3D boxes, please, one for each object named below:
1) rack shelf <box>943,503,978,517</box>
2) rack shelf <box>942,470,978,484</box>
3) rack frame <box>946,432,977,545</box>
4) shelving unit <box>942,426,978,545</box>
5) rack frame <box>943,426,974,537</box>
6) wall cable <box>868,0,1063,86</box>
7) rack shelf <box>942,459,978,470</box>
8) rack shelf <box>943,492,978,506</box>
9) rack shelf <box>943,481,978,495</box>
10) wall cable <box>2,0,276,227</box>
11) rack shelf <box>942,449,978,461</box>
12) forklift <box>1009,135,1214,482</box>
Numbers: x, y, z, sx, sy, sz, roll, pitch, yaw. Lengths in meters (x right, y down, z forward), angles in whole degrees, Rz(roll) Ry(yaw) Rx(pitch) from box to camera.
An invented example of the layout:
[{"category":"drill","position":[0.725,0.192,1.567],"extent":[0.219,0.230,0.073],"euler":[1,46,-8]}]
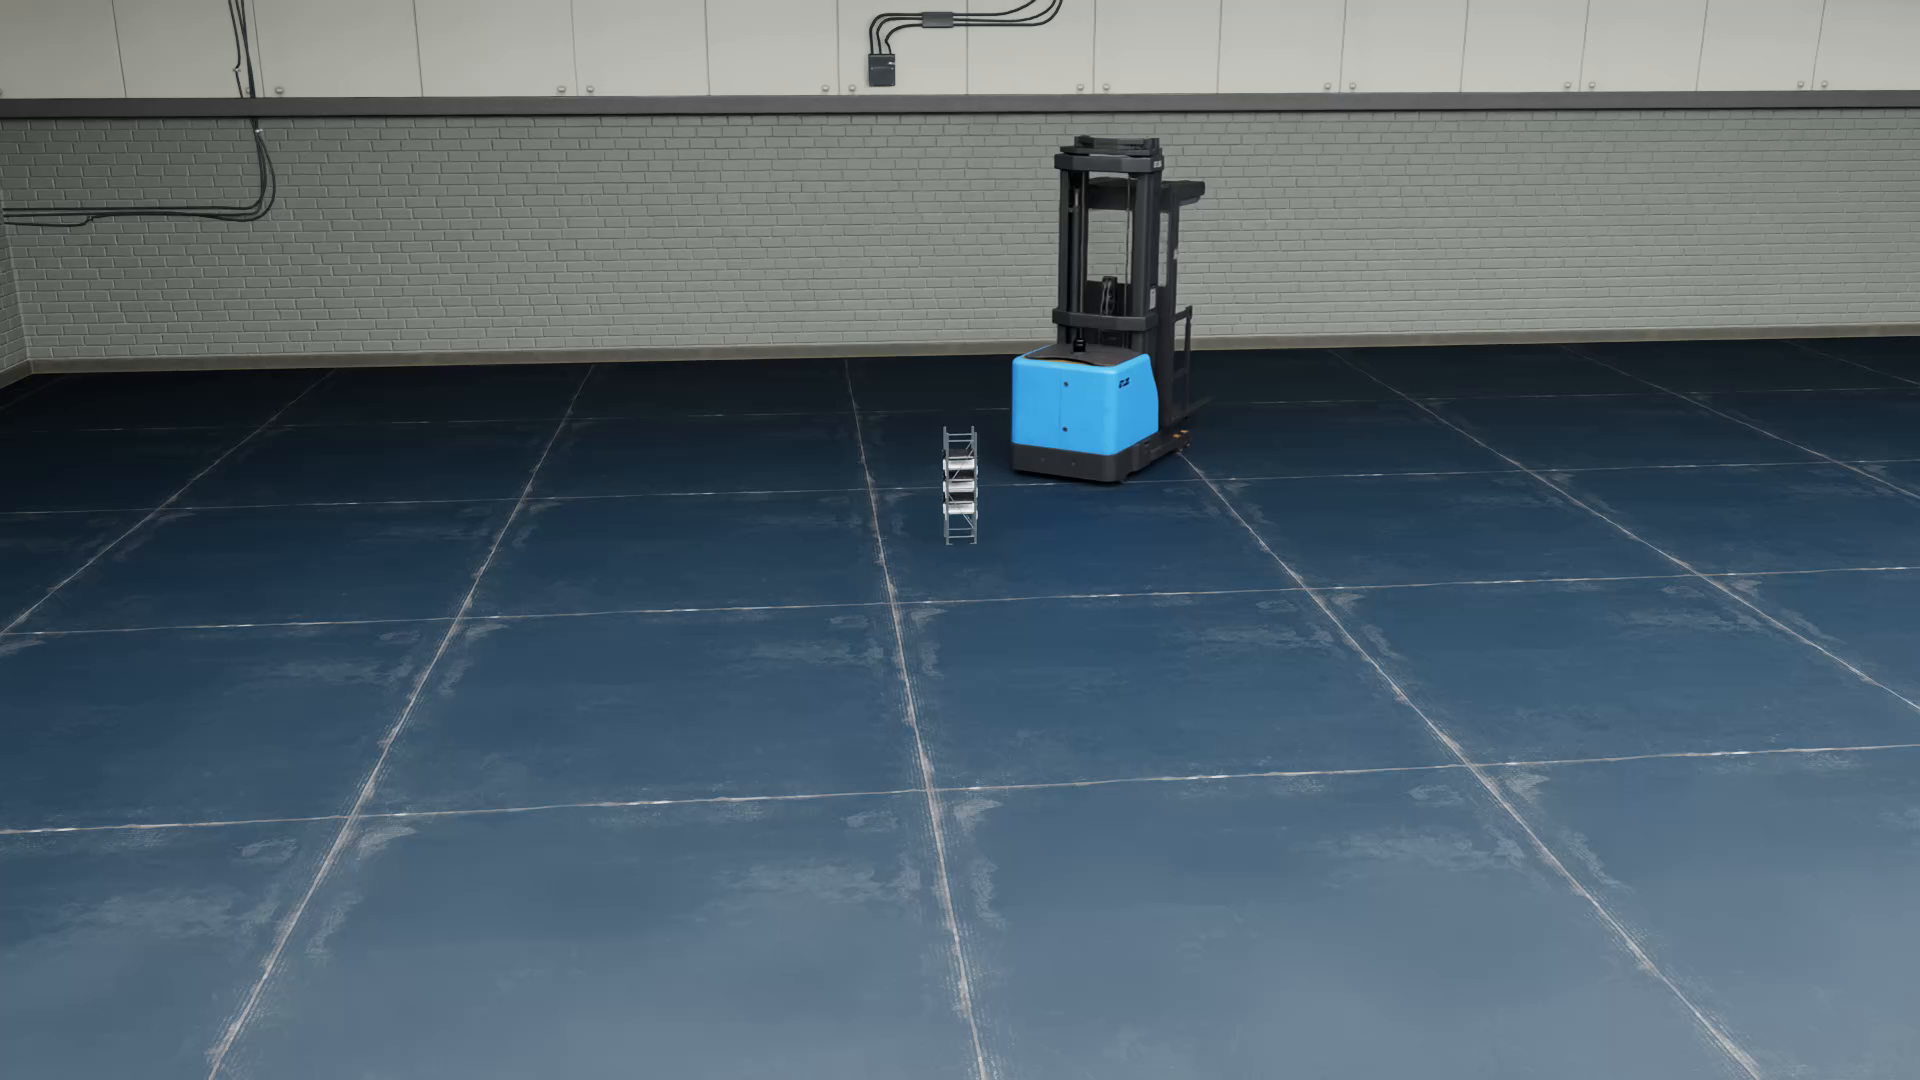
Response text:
[{"category":"rack shelf","position":[0.001,-0.223,13.098],"extent":[0.258,0.077,0.200],"euler":[-2,18,-6]},{"category":"rack shelf","position":[0.001,-0.481,13.018],"extent":[0.258,0.077,0.200],"euler":[-2,18,-6]},{"category":"rack frame","position":[0.011,-0.397,12.938],"extent":[0.240,0.900,0.006],"euler":[-2,18,-6]},{"category":"shelving unit","position":[0.001,-0.427,13.035],"extent":[0.258,0.900,0.210],"euler":[-2,18,-6]},{"category":"rack frame","position":[-0.010,-0.457,13.131],"extent":[0.240,0.900,0.006],"euler":[-2,18,-6]},{"category":"wall cable","position":[0.091,-8.176,18.519],"extent":[2.305,6.003,0.169],"euler":[-2,18,-6]},{"category":"rack shelf","position":[0.001,-0.567,12.991],"extent":[0.258,0.077,0.200],"euler":[-2,18,-6]},{"category":"rack shelf","position":[0.001,-0.309,13.072],"extent":[0.258,0.077,0.200],"euler":[-2,18,-6]},{"category":"rack shelf","position":[0.001,-0.395,13.045],"extent":[0.258,0.077,0.200],"euler":[-2,18,-6]},{"category":"wall cable","position":[-9.353,-4.783,18.574],"extent":[3.097,2.526,0.112],"euler":[-2,18,-6]},{"category":"rack shelf","position":[0.001,-0.653,12.964],"extent":[0.258,0.077,0.200],"euler":[-2,18,-6]},{"category":"forklift","position":[1.595,-2.300,15.609],"extent":[1.130,2.935,3.031],"euler":[9,20,27]}]
